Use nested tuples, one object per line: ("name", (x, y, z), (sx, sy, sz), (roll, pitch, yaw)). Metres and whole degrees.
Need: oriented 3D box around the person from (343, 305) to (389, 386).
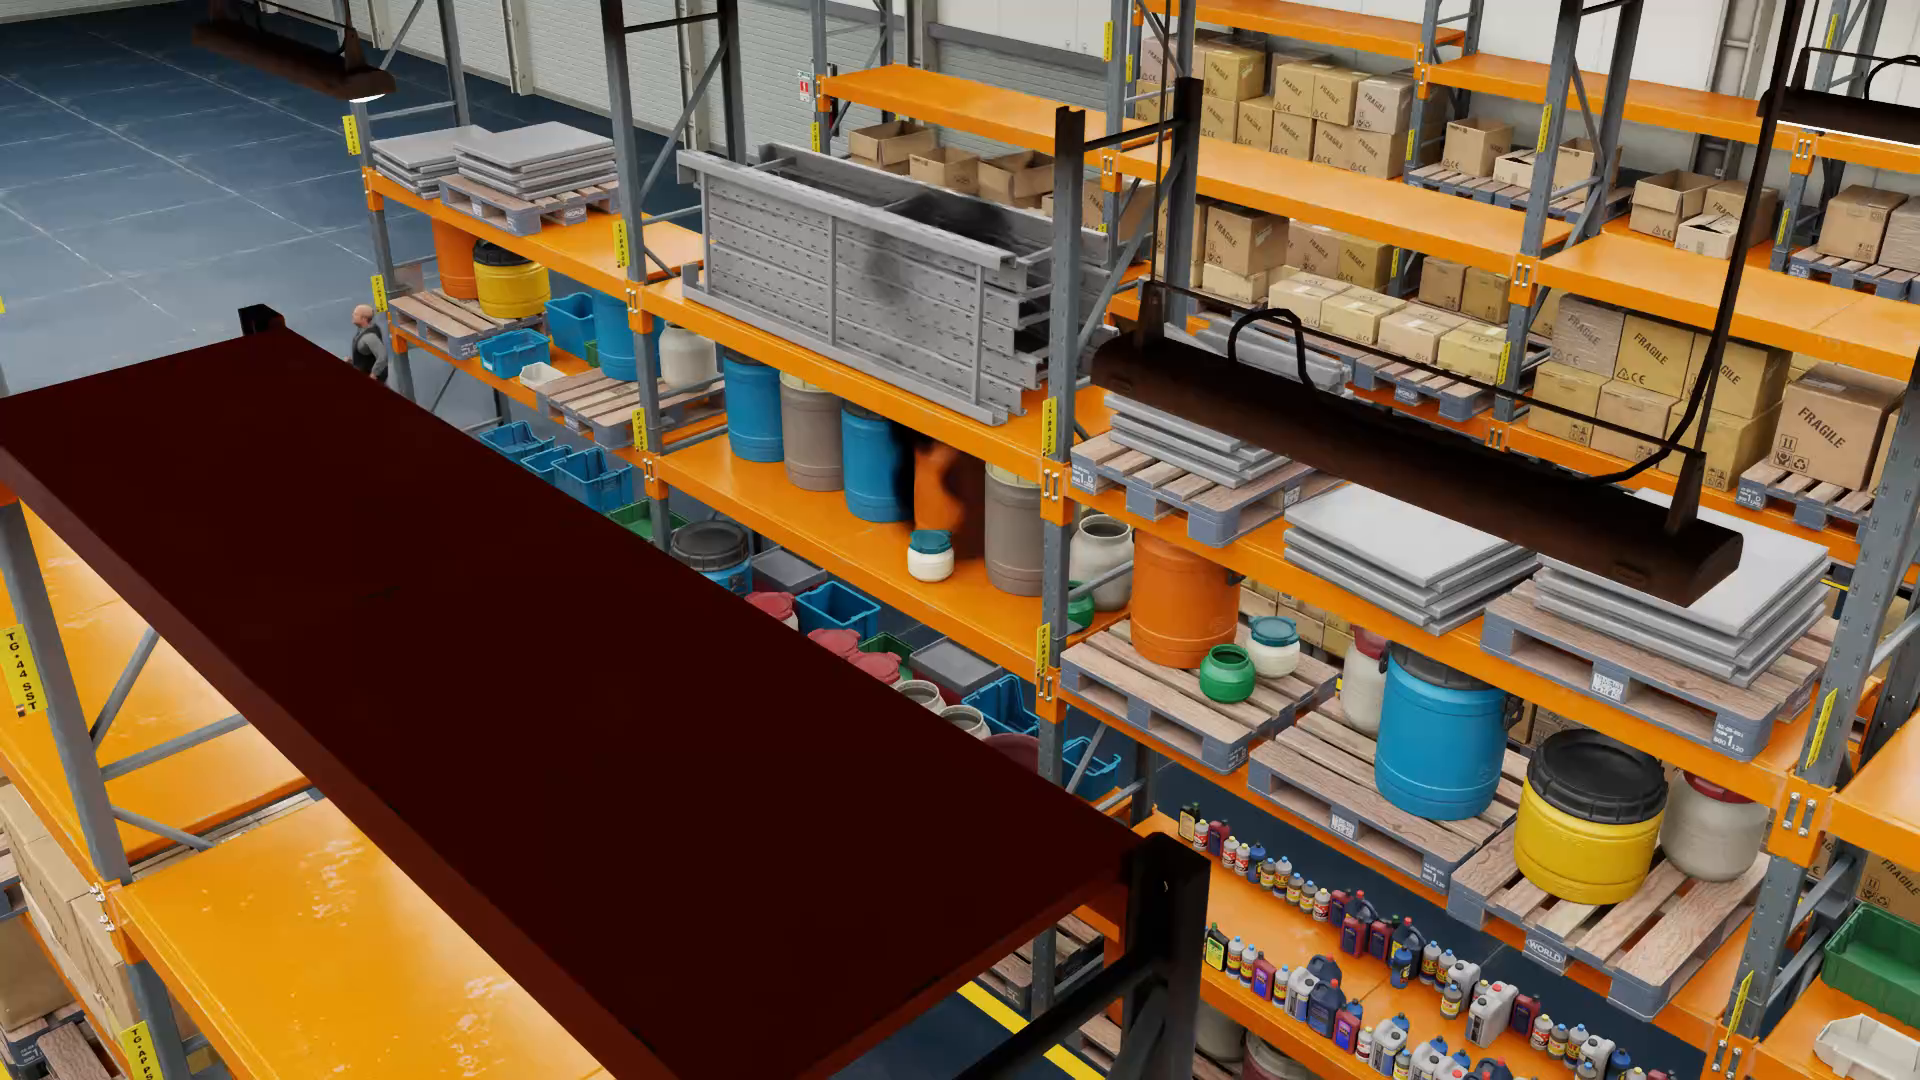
("person", (-6.553, -1.795, 18.438), (0.571, 1.680, 0.655), (-8, 29, -14))
